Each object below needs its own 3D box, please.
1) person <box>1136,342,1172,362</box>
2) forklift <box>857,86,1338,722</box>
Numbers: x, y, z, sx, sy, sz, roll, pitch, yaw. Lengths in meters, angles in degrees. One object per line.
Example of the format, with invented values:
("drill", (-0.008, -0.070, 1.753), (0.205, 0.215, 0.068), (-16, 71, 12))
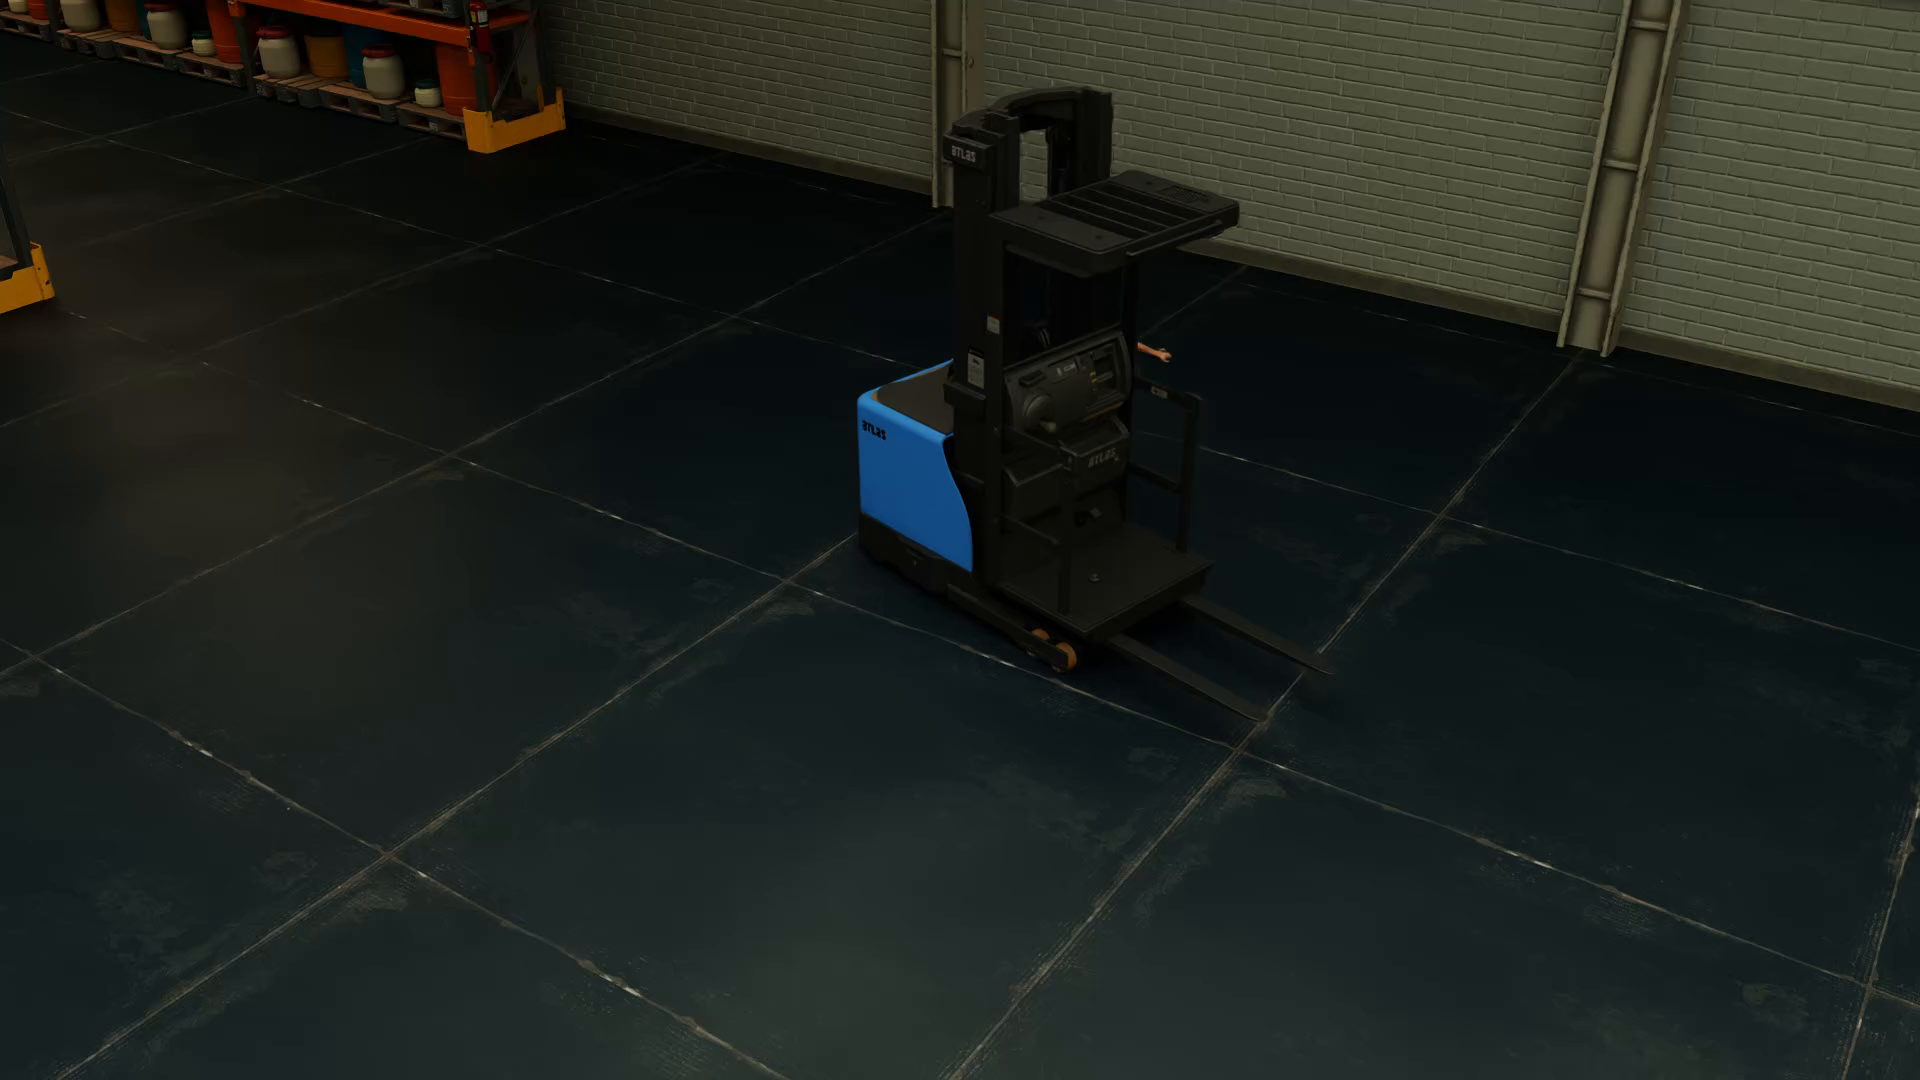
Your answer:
("person", (0.868, -0.726, 10.452), (1.093, 1.382, 0.908), (-3, 30, -5))
("forklift", (0.744, -0.821, 8.996), (1.130, 2.935, 3.031), (-25, 38, -36))
